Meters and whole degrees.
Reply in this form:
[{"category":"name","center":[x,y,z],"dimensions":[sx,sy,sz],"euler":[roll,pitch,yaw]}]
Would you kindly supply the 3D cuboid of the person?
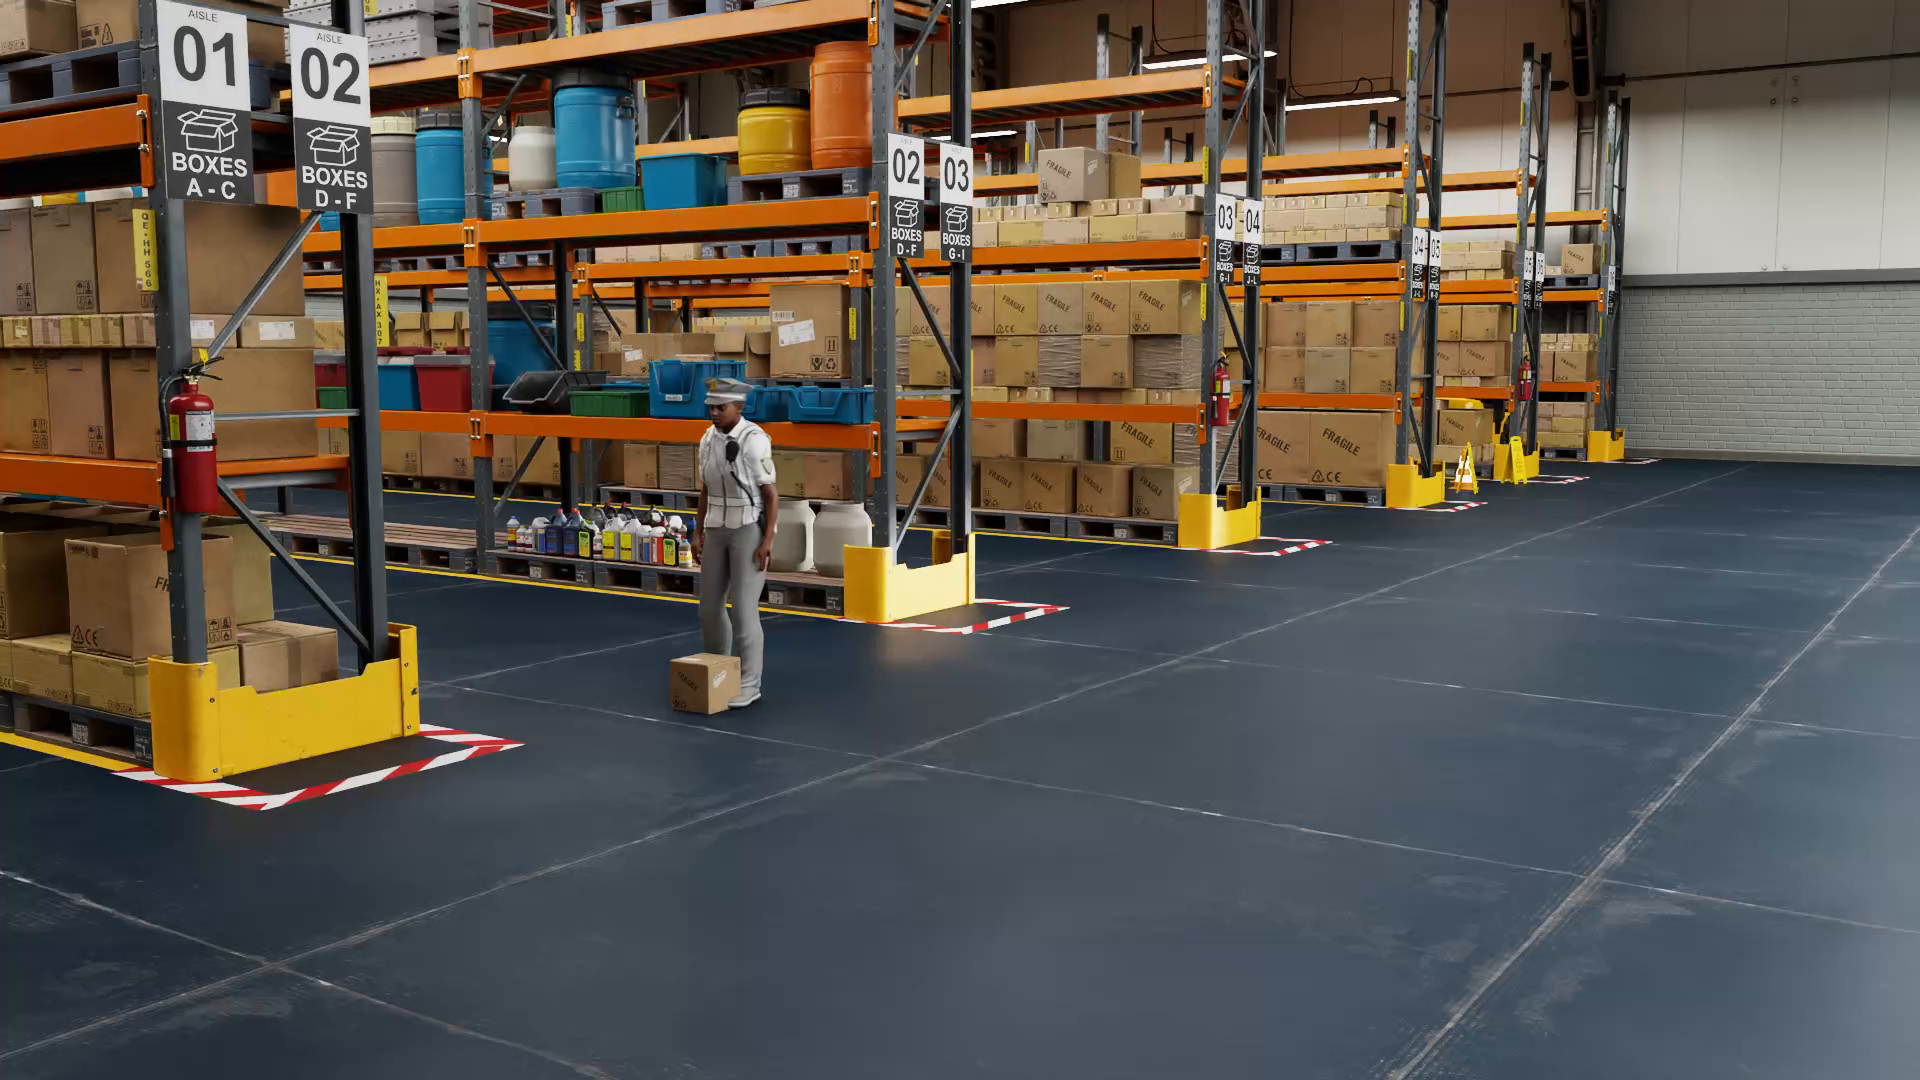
[{"category":"person","center":[-1.166,0.002,8.494],"dimensions":[0.521,1.659,0.417],"euler":[4,8,32]}]
